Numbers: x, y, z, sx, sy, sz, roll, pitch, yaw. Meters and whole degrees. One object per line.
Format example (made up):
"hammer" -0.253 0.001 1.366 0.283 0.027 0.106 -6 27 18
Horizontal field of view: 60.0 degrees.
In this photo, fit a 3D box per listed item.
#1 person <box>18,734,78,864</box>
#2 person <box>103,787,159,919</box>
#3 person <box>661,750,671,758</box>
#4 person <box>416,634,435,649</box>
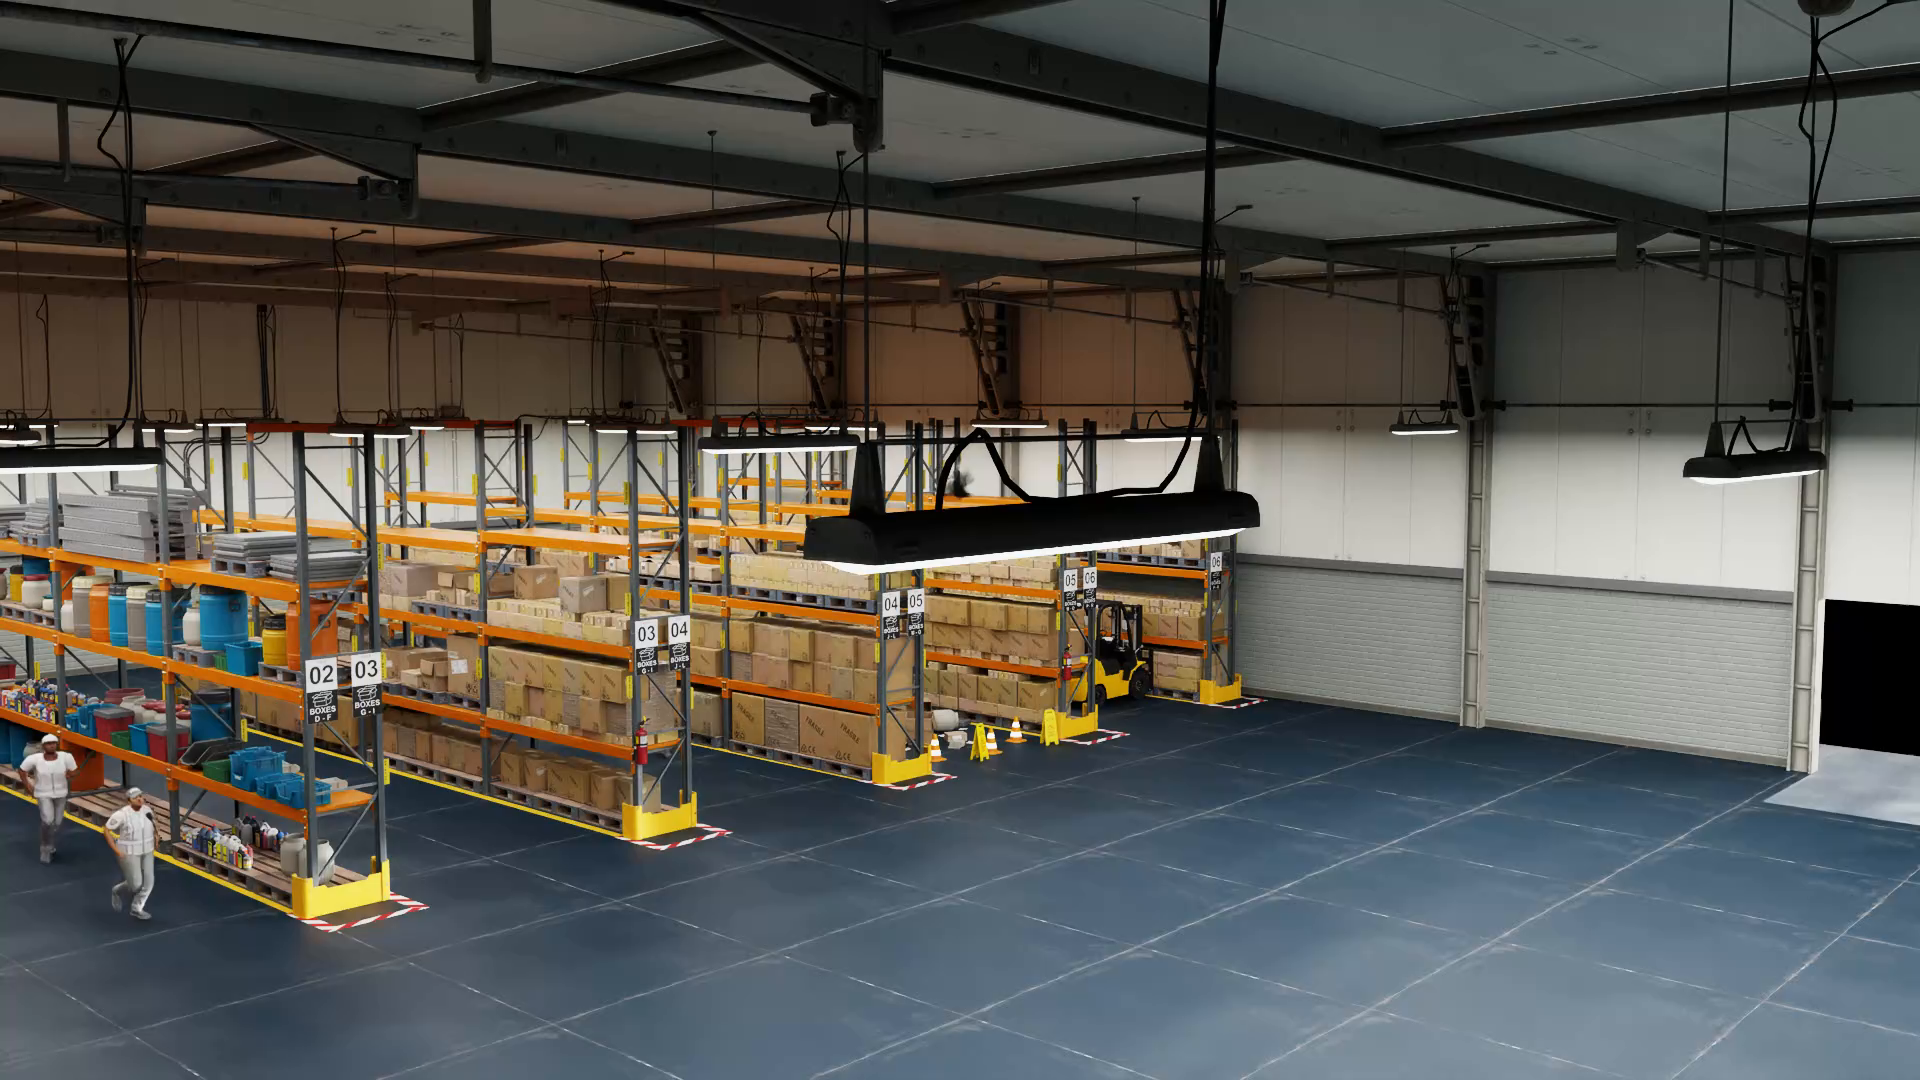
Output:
"person" -12.646 3.579 23.147 0.682 1.795 0.747 -5 7 -45
"person" -10.136 3.853 20.455 0.559 1.635 0.634 3 6 32
"person" -5.528 3.036 29.988 0.919 1.729 0.621 4 6 42
"person" -13.128 2.132 40.935 0.662 1.752 0.645 3 6 35
